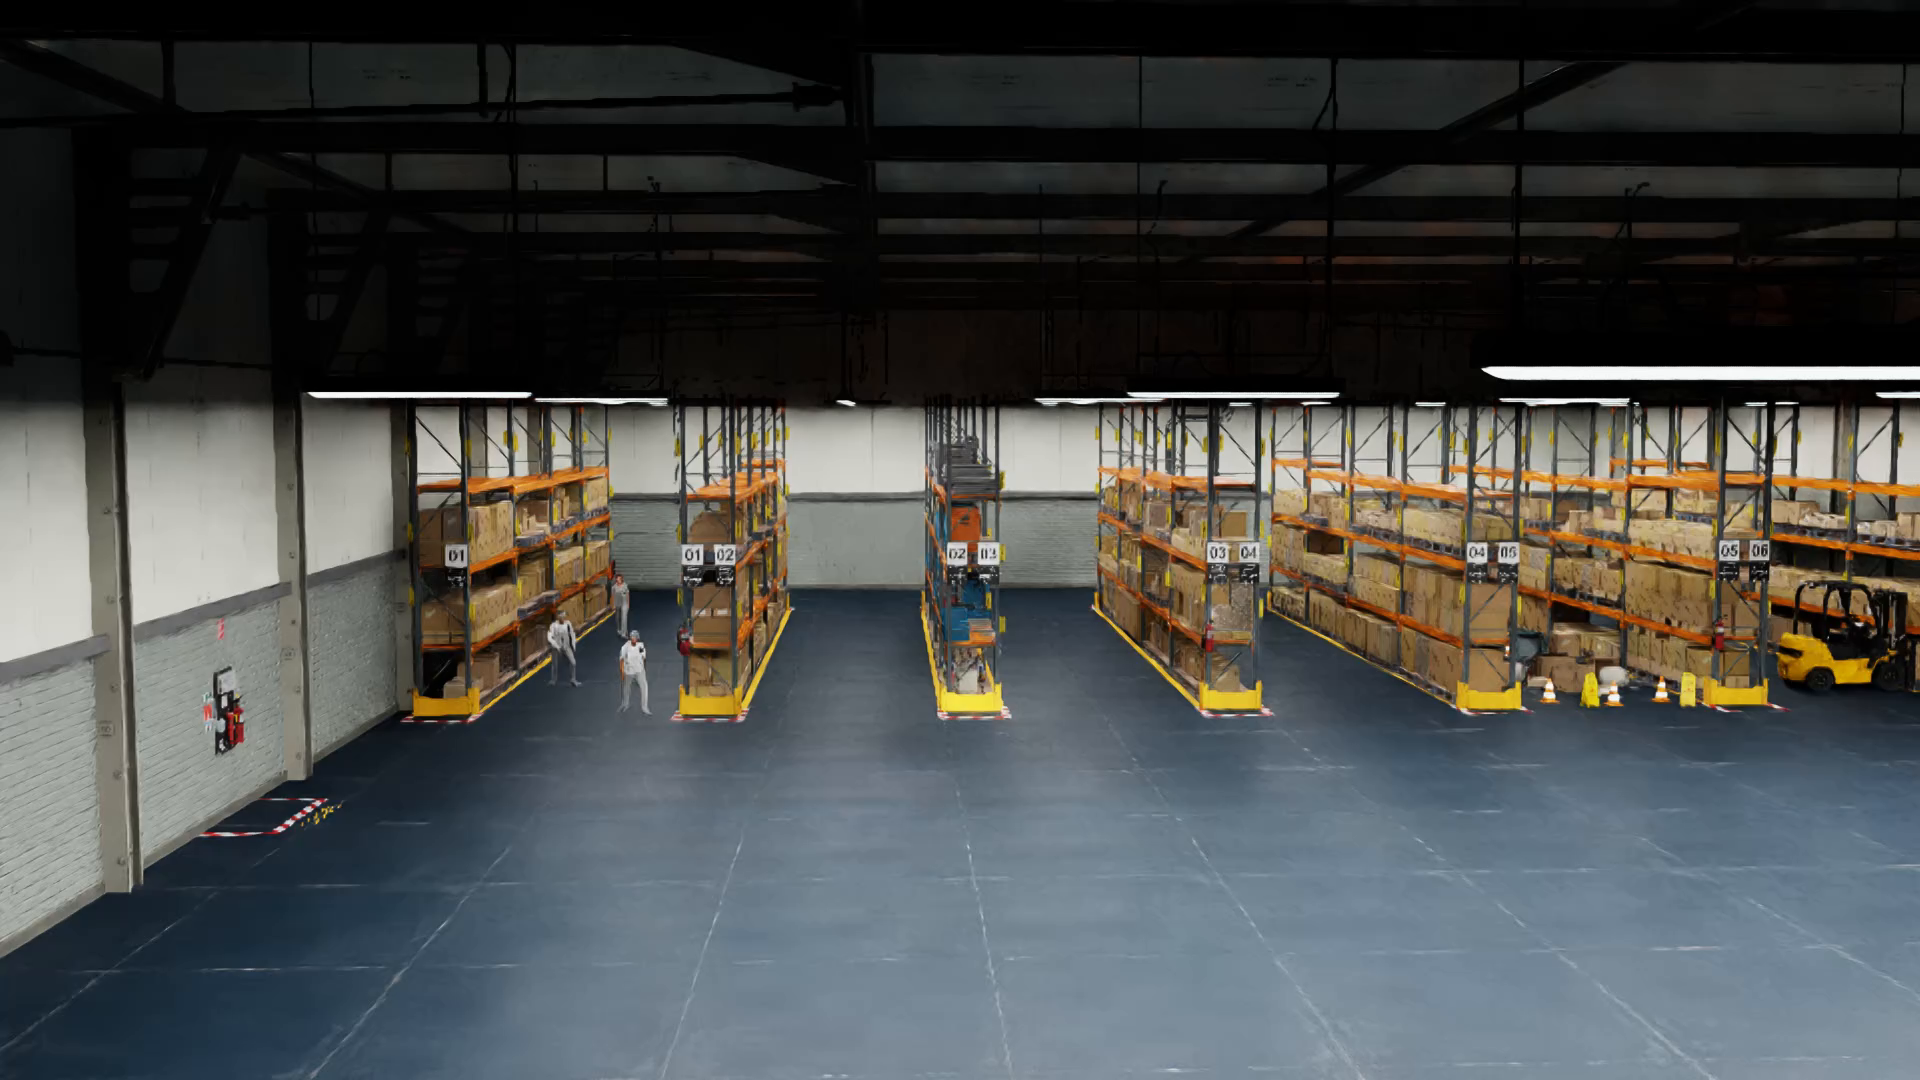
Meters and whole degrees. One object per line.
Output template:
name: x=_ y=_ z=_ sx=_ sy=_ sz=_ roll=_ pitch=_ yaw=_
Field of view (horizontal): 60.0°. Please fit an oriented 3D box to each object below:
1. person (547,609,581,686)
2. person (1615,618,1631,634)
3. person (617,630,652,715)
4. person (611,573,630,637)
person: x=-8.189 y=2.208 z=34.245 sx=0.642 sy=1.607 sz=0.786 roll=-2 pitch=5 yaw=-22
person: x=16.286 y=1.611 z=40.669 sx=0.448 sy=1.780 sz=0.581 roll=-3 pitch=5 yaw=-34
person: x=-6.117 y=2.463 z=31.125 sx=0.518 sy=1.606 sz=0.945 roll=-2 pitch=5 yaw=-23
person: x=-8.528 y=1.614 z=41.678 sx=0.449 sy=1.586 sz=1.099 roll=0 pitch=5 yaw=-5
